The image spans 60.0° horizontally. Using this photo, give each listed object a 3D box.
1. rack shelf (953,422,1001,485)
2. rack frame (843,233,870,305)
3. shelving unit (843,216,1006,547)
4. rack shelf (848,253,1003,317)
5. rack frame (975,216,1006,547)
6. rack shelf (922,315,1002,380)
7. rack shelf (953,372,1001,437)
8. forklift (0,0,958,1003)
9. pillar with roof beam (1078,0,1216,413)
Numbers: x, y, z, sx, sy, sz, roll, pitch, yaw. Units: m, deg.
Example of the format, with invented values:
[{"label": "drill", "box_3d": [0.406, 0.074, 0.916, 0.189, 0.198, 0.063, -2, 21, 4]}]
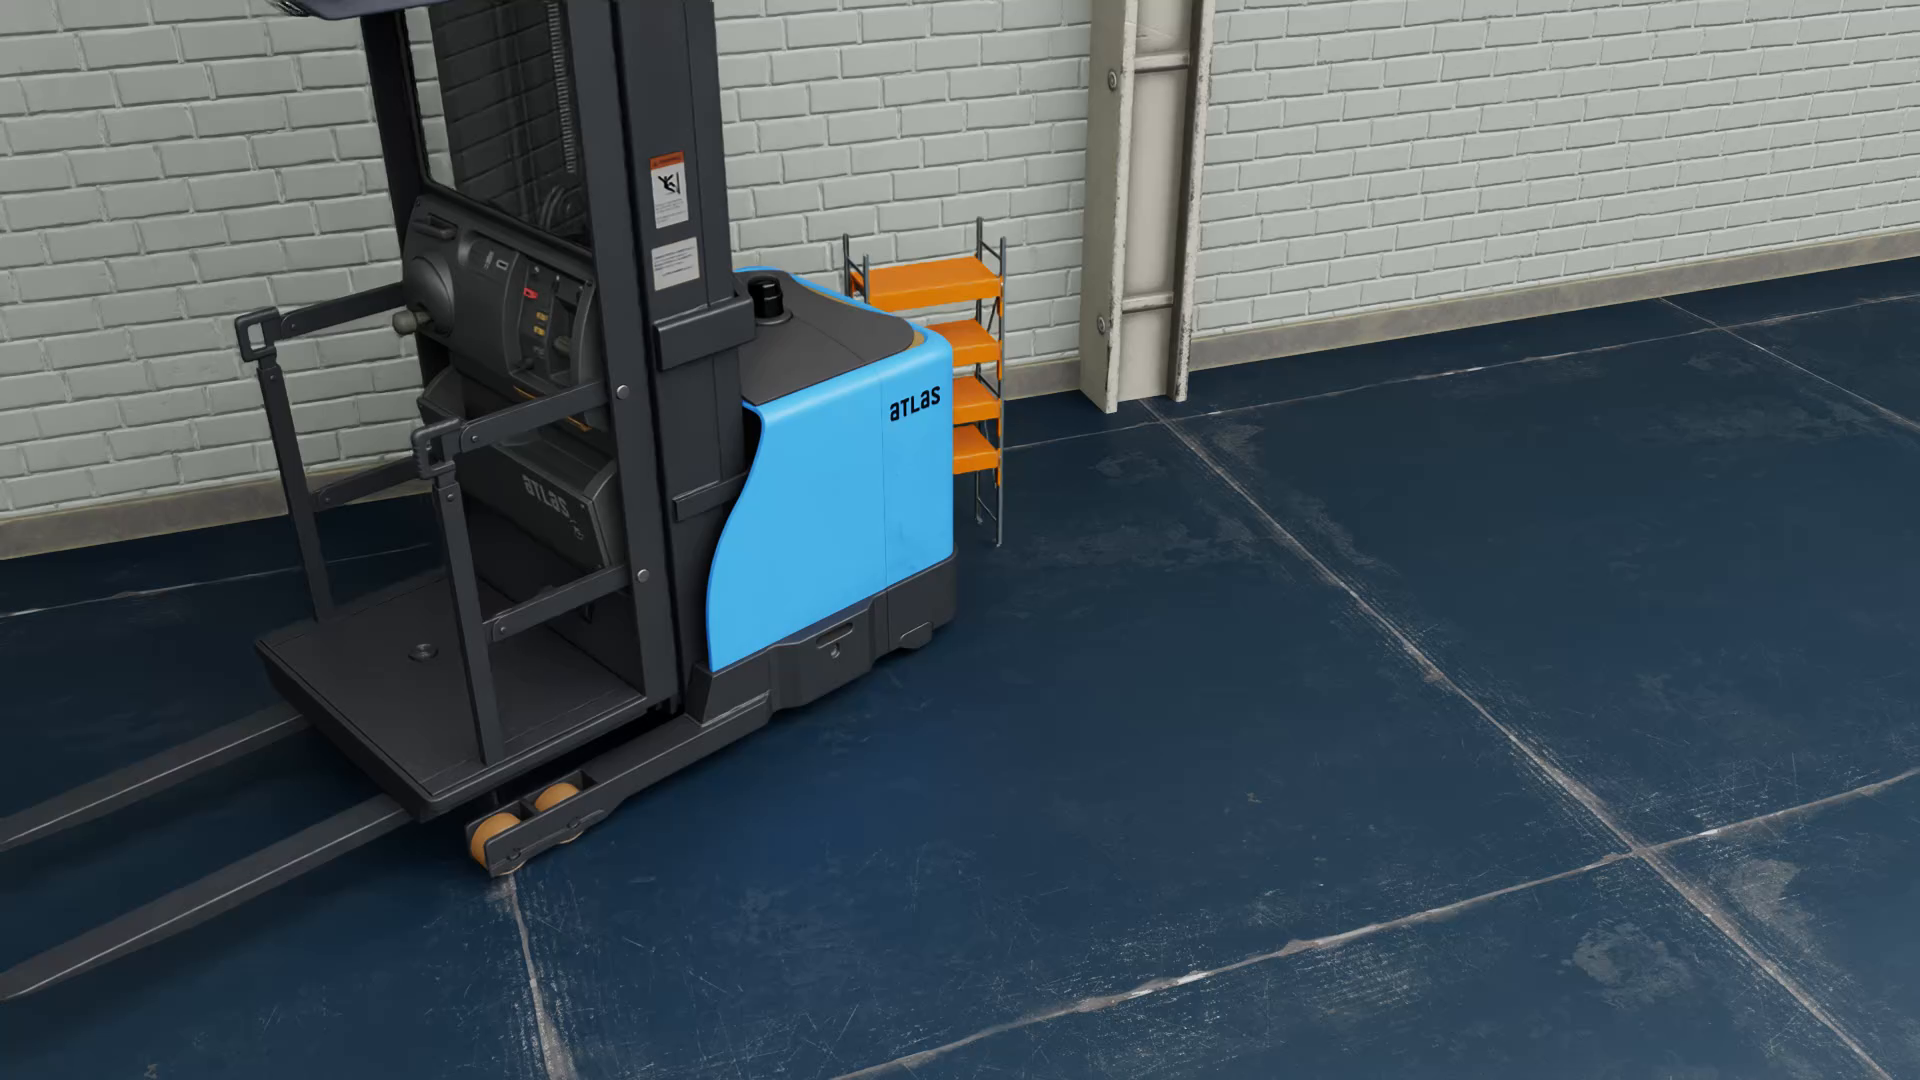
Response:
[{"label": "rack shelf", "box_3d": [-0.121, -0.279, 6.065, 0.480, 0.148, 0.258, -11, 31, -18]}, {"label": "rack frame", "box_3d": [-0.349, -0.467, 5.858, 0.015, 1.200, 0.240, -11, 31, -18]}, {"label": "shelving unit", "box_3d": [-0.121, -0.510, 5.934, 0.503, 1.200, 0.258, -11, 31, -18]}, {"label": "rack shelf", "box_3d": [-0.121, -0.852, 5.739, 0.480, 0.148, 0.258, -11, 31, -18]}, {"label": "rack frame", "box_3d": [0.106, -0.553, 6.009, 0.015, 1.200, 0.240, -11, 31, -18]}, {"label": "rack shelf", "box_3d": [-0.121, -0.646, 5.856, 0.480, 0.148, 0.258, -11, 31, -18]}, {"label": "rack shelf", "box_3d": [-0.121, -0.452, 5.967, 0.480, 0.148, 0.258, -11, 31, -18]}, {"label": "forklift", "box_3d": [-1.414, -0.635, 4.403, 3.031, 2.935, 1.130, -26, 38, -37]}, {"label": "pillar with roof beam", "box_3d": [2.264, -2.567, 1.665, 0.400, 9.000, 9.100, -10, 31, -18]}]
